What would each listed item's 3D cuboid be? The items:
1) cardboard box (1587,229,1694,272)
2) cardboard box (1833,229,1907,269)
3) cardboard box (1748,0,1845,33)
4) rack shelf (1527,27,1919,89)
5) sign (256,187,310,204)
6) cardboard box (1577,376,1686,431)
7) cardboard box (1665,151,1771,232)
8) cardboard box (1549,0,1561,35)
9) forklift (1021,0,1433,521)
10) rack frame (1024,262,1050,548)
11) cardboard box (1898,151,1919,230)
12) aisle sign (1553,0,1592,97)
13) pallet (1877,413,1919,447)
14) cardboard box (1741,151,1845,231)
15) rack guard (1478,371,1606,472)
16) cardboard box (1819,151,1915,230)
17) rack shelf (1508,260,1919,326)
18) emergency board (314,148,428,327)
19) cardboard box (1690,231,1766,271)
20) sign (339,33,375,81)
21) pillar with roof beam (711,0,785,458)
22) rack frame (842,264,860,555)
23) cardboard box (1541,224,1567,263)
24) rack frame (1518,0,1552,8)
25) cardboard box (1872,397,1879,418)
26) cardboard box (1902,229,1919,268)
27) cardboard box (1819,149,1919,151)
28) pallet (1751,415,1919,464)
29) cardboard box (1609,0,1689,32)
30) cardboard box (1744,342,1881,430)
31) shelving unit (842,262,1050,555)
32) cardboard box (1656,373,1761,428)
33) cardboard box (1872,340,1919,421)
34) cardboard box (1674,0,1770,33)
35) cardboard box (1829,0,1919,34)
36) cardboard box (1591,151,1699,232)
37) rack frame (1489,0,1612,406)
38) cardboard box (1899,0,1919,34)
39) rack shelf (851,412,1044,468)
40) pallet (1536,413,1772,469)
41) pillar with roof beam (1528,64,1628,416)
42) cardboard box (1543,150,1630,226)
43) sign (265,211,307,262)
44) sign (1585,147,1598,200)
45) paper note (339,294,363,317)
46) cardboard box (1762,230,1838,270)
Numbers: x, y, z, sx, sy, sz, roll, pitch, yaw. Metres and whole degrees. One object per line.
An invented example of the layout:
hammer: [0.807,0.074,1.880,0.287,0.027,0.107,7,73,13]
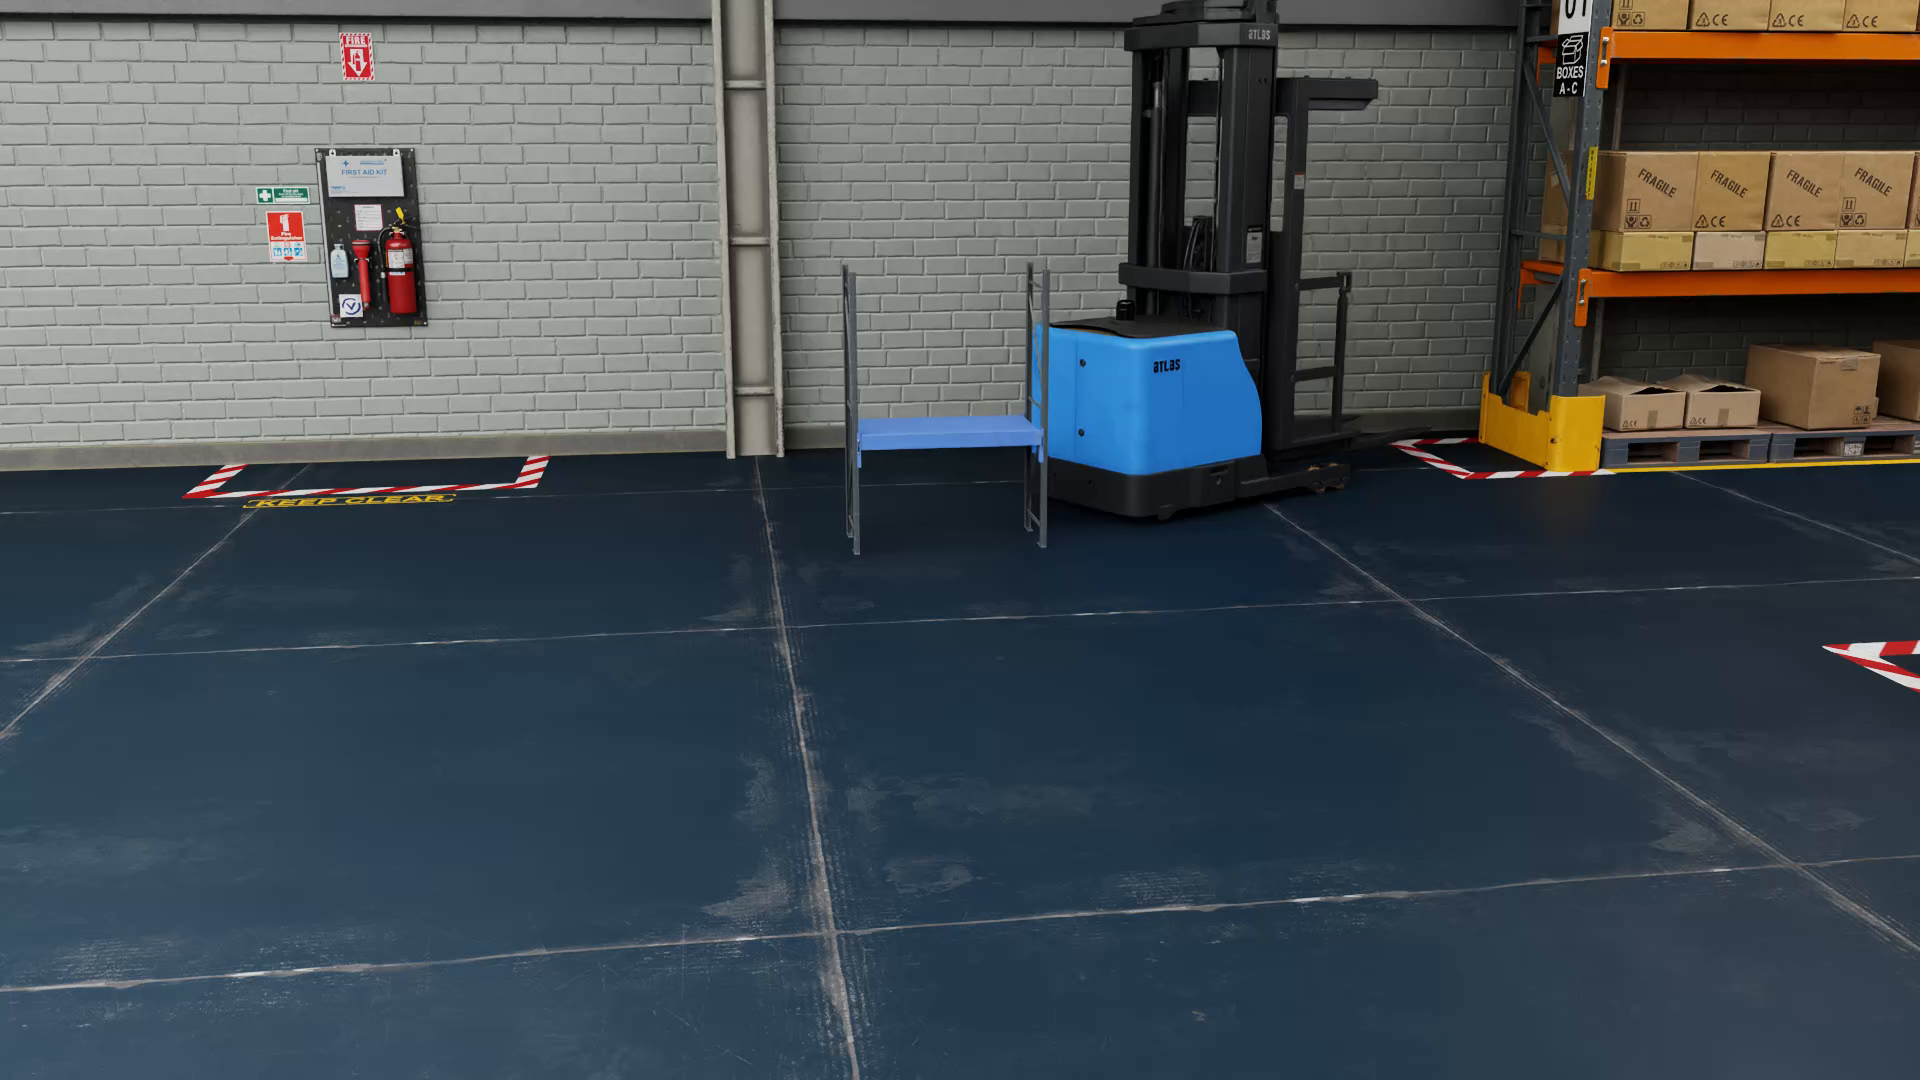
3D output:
cardboard box: [4.467,-1.924,10.994,0.500,0.250,0.500,-3,14,-10]
cardboard box: [5.983,-1.981,11.222,0.500,0.250,0.500,-2,14,-8]
cardboard box: [5.354,-3.541,10.763,0.500,0.500,0.500,-1,14,-6]
rack shelf: [5.915,-3.224,11.224,4.000,0.370,1.077,-2,14,-8]
sign: [-4.438,-2.258,10.898,0.331,0.109,0.001,-2,14,-8]
cardboard box: [4.635,-0.958,11.499,0.500,0.311,0.500,-4,15,-15]
cardboard box: [4.944,-2.307,10.979,0.500,0.500,0.500,-2,14,-8]
cardboard box: [4.312,-3.635,11.136,0.500,0.500,0.500,-1,14,-4]
forklift: [1.841,-1.802,10.380,3.031,2.935,1.130,-11,18,-38]
rack frame: [0.418,-0.743,9.101,0.032,1.500,0.500,-2,14,-8]
cardboard box: [6.479,-2.365,11.210,0.500,0.500,0.500,-3,14,-10]
aisle sign: [3.911,-3.232,10.598,0.004,0.787,0.394,-2,14,-8]
pallet: [7.234,-0.805,11.998,1.213,0.211,1.003,-2,14,-8]
cardboard box: [5.456,-2.324,11.048,0.500,0.500,0.500,-3,14,-10]
rack guard: [4.012,-0.836,11.527,0.348,0.500,1.175,-2,14,-8]
cardboard box: [5.965,-2.346,11.134,0.500,0.500,0.500,-2,14,-7]
rack shelf: [5.915,-1.769,11.589,4.000,0.370,1.077,-2,14,-8]
emergency board: [-3.882,-1.981,10.956,0.643,1.169,0.194,-2,14,-8]
cardboard box: [4.978,-1.946,11.083,0.500,0.250,0.500,-3,14,-10]
sign: [-3.905,-3.129,10.768,0.199,0.298,0.001,-2,14,-8]
pillar with roof beam: [-0.791,-3.936,6.417,0.400,9.000,9.100,-2,14,-8]
rack frame: [-0.587,-0.706,8.954,0.032,1.500,0.500,-2,14,-8]
cardboard box: [4.371,-2.046,11.482,0.500,0.250,0.500,-2,14,-7]
rack frame: [3.937,-4.956,10.482,0.127,3.000,1.000,-2,14,-8]
cardboard box: [6.308,-0.968,11.872,0.250,0.149,0.380,-3,14,-13]
cardboard box: [6.480,-1.999,11.295,0.500,0.250,0.500,-2,14,-9]
cardboard box: [6.391,-2.490,11.709,0.500,0.500,0.500,-2,14,-7]
pallet: [6.025,-0.760,11.819,1.213,0.211,1.003,-2,14,-8]
cardboard box: [4.305,-3.511,10.641,0.500,0.500,0.500,-2,14,-7]
cardboard box: [5.931,-1.085,11.617,0.500,0.500,0.700,-3,14,-12]
shelving unit: [-0.084,-0.724,9.027,1.048,1.500,0.538,-2,14,-8]
cardboard box: [5.199,-0.979,11.582,0.500,0.311,0.500,-1,14,-4]
cardboard box: [6.872,-1.144,11.852,0.500,0.500,0.500,-3,14,-13]
cardboard box: [4.842,-3.522,10.685,0.500,0.500,0.500,-1,14,-5]
cardboard box: [5.881,-3.566,10.861,0.500,0.500,0.500,-1,14,-5]
cardboard box: [4.454,-2.291,10.918,0.500,0.500,0.500,-2,14,-8]
rack frame: [3.937,-2.046,11.212,0.127,3.000,1.000,-2,14,-8]
cardboard box: [6.386,-3.581,10.923,0.500,0.500,0.500,-3,14,-11]
rack shelf: [-0.084,-0.550,9.071,1.000,0.185,0.538,-2,14,-8]
pallet: [4.821,-0.717,11.646,1.213,0.211,1.003,-2,14,-8]
pillar with roof beam: [5.142,-4.153,7.284,0.400,9.000,9.100,-2,14,-8]
cardboard box: [4.372,-2.415,11.409,0.500,0.500,0.500,-2,14,-9]
sign: [-4.444,-2.003,10.970,0.234,0.329,0.001,-2,14,-8]
sign: [4.018,-2.335,10.587,0.005,0.325,0.100,-2,14,-8]
paper note: [-4.067,-1.564,11.103,0.142,0.148,0.016,-2,14,-8]
cardboard box: [5.483,-1.963,11.151,0.500,0.250,0.500,-2,14,-9]
